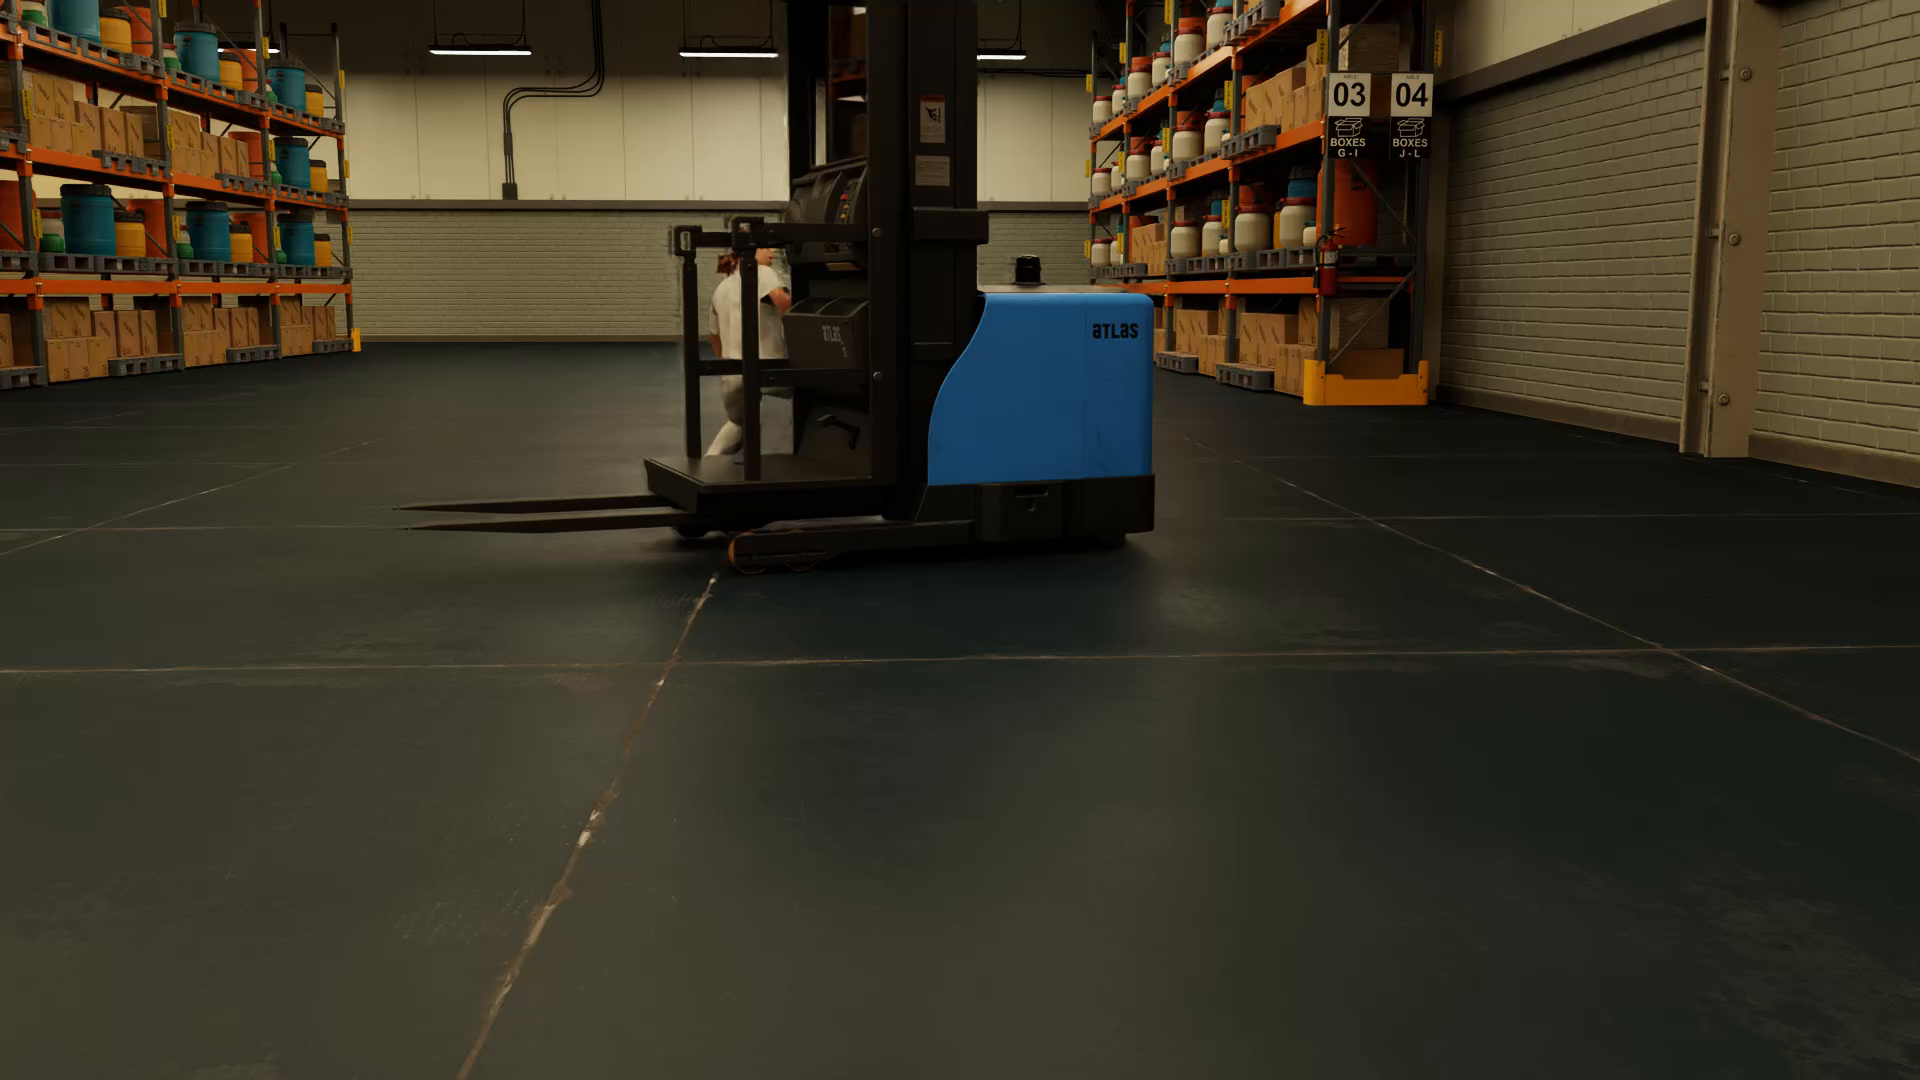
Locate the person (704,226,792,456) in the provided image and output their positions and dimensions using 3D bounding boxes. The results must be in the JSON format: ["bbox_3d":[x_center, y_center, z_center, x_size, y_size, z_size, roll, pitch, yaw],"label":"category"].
[{"bbox_3d":[-1.007,-0.862,8.405,0.765,1.447,0.600,4,9,27],"label":"person"}]

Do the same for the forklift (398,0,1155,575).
[{"bbox_3d":[-0.738,-1.404,6.785,3.031,2.935,1.130,-3,9,-22],"label":"forklift"}]
